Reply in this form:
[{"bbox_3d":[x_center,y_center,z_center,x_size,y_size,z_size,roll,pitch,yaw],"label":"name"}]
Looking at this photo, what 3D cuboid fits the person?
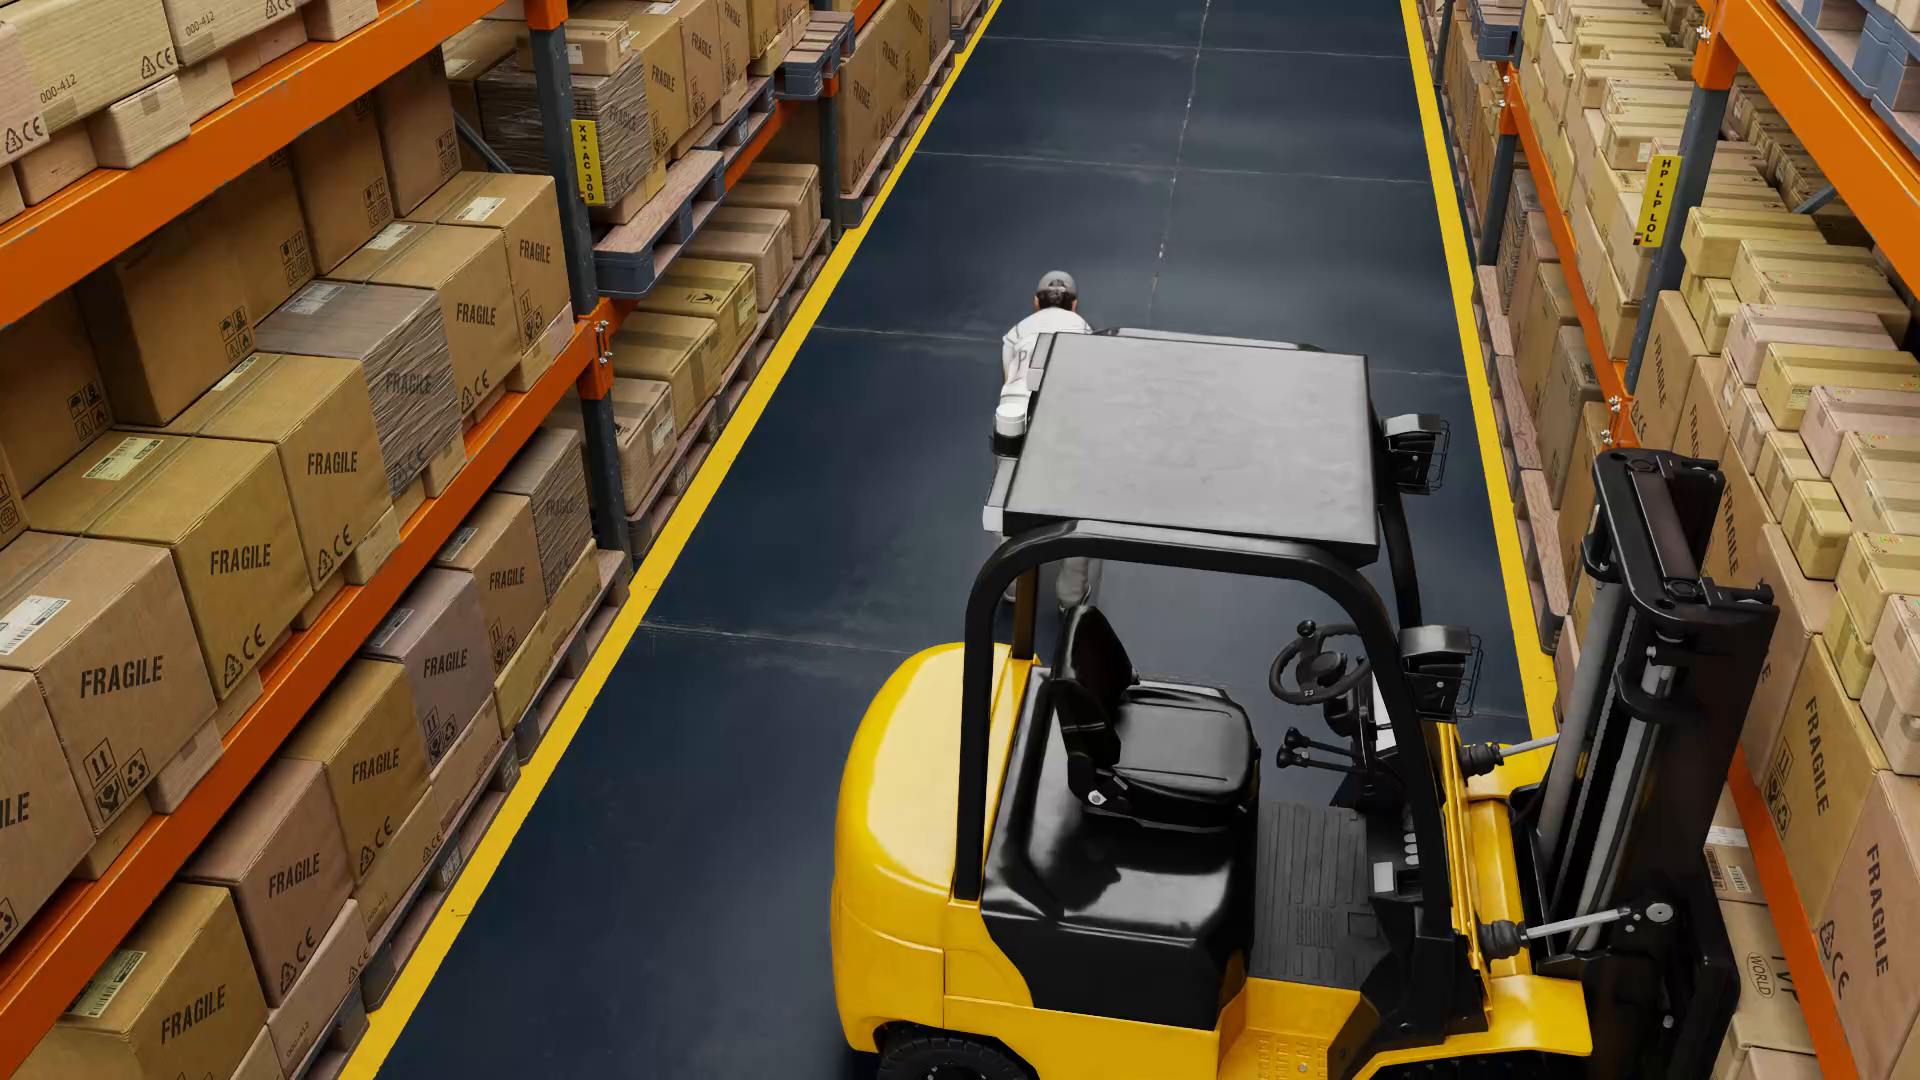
[{"bbox_3d":[0.391,-0.430,7.061,0.454,1.250,0.872,4,33,7],"label":"person"}]
